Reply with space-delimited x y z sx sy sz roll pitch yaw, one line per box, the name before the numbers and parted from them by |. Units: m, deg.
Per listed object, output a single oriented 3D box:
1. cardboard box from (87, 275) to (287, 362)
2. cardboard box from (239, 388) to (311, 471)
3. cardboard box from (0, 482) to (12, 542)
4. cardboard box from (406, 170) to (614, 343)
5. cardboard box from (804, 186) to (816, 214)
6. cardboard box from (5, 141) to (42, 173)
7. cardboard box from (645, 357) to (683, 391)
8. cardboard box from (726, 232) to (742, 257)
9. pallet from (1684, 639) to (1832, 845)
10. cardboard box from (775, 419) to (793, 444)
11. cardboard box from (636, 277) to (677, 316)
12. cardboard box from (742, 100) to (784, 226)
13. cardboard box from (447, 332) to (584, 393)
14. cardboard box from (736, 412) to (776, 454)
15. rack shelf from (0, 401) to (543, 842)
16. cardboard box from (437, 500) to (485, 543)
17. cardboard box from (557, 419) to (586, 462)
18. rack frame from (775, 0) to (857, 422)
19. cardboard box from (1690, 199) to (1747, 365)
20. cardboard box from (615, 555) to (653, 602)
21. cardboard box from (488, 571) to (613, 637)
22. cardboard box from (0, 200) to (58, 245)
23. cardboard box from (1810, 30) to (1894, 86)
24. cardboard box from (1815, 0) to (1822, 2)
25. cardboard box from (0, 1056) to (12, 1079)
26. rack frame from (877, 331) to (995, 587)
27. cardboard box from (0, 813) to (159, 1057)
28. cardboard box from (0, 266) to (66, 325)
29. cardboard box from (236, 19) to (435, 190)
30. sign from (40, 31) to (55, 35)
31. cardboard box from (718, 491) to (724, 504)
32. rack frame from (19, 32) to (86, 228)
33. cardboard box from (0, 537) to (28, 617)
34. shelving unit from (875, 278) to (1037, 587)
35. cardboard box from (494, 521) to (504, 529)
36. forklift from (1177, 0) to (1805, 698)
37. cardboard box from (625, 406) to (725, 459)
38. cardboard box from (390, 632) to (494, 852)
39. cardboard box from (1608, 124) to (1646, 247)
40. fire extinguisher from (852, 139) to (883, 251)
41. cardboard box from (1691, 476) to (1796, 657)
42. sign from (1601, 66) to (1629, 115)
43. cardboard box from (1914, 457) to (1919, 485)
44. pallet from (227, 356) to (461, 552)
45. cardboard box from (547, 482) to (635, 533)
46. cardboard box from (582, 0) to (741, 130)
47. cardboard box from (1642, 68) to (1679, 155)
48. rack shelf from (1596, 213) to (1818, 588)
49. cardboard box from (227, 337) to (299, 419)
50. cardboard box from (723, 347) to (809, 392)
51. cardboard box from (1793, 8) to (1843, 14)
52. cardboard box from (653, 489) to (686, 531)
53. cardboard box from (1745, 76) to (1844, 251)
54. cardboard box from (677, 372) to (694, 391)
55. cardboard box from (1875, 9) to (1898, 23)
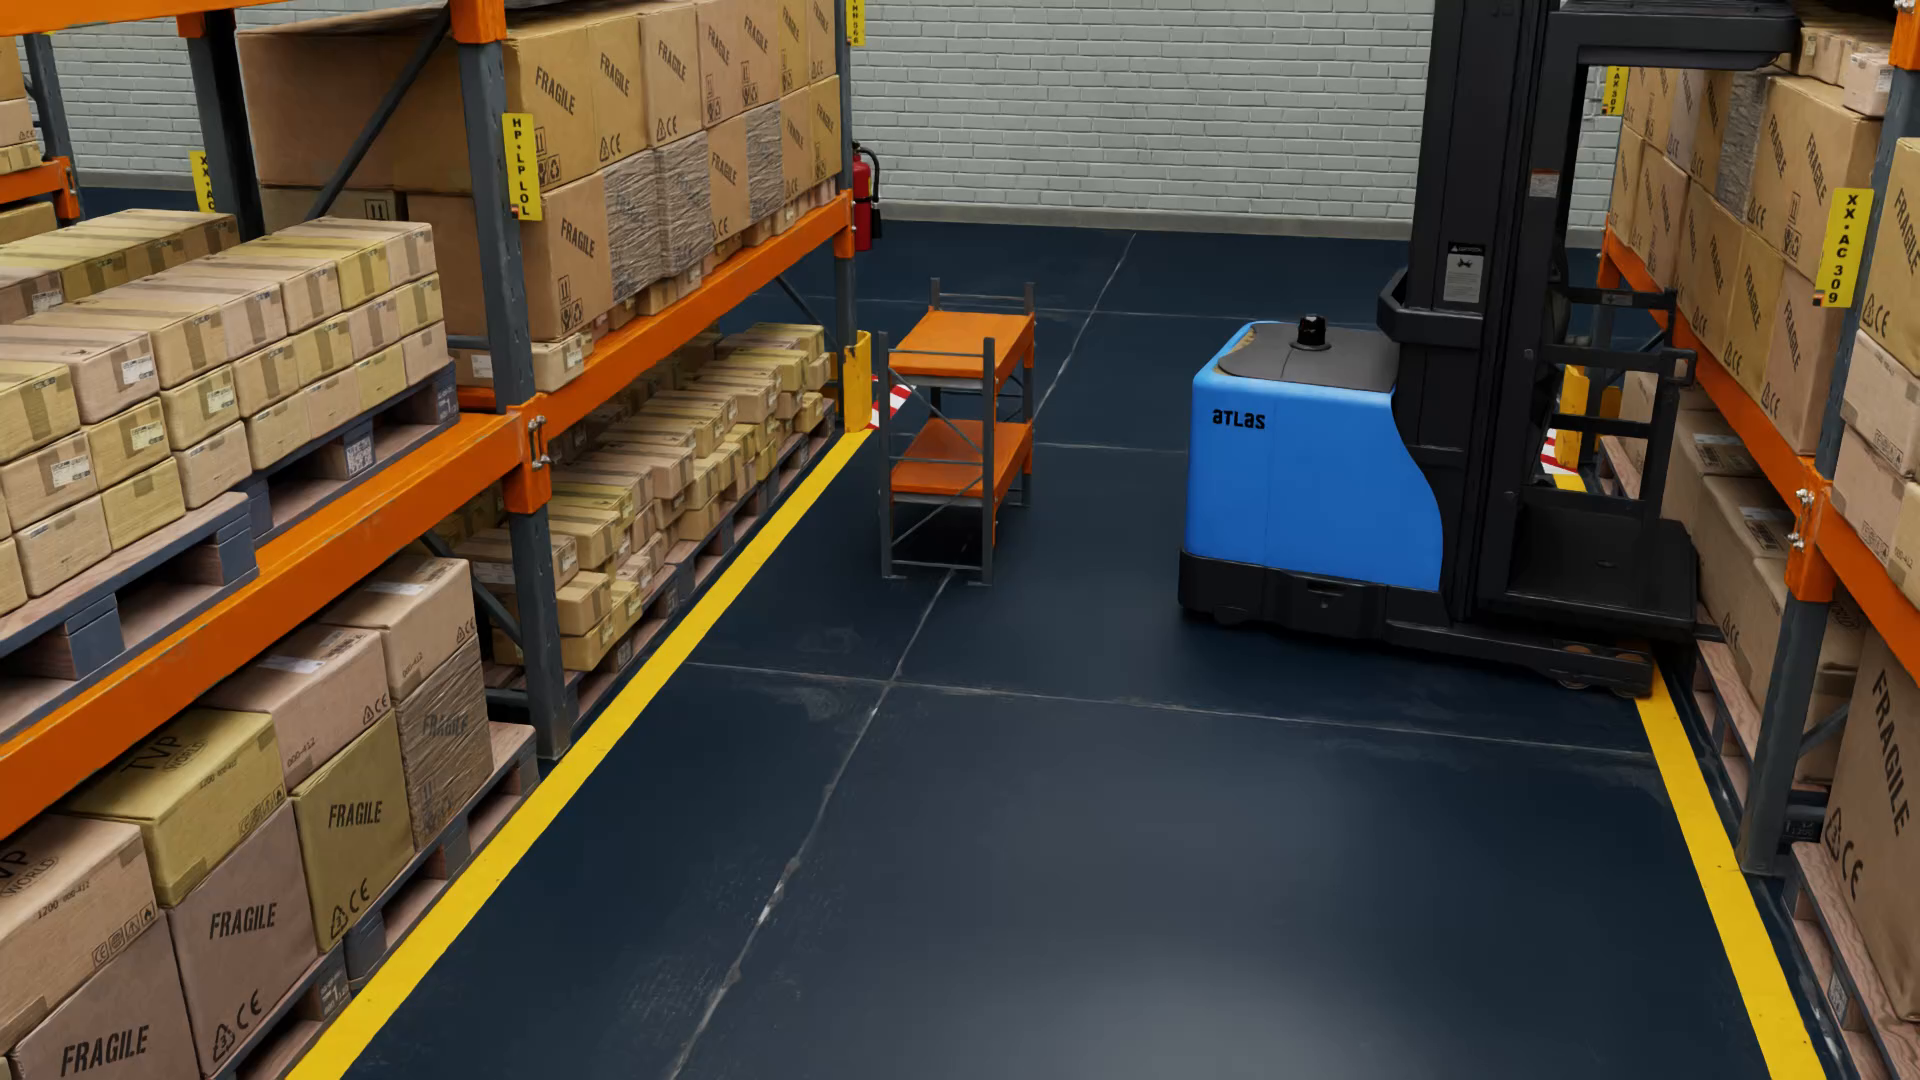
cardboard box | -1.955 -0.564 4.216 0.380 0.149 0.250 4 22 11
cardboard box | -1.947 -0.300 4.358 0.380 0.149 0.250 3 22 8
cardboard box | -2.162 -0.046 3.328 0.380 0.149 0.250 4 22 10
cardboard box | -1.555 -1.006 5.805 0.500 0.500 0.500 4 22 10
cardboard box | -0.964 -1.778 8.588 0.380 0.149 0.250 4 22 11
cardboard box | -5.672 -2.266 9.801 0.380 0.149 0.250 5 22 12
cardboard box | -1.611 -0.816 8.323 0.380 0.149 0.250 3 22 8
cardboard box | -1.225 -1.401 7.654 0.380 0.149 0.250 4 22 9
pallet | 3.196 0.702 5.829 1.003 0.211 1.213 4 22 11
cardboard box | -1.081 -0.595 8.570 0.380 0.149 0.250 4 22 11
cardboard box | -1.365 -1.010 6.683 0.380 0.149 0.250 5 22 12
cardboard box | -1.130 -1.749 7.650 0.500 0.500 0.500 5 22 11
cardboard box | -1.525 -0.622 5.719 0.380 0.149 0.250 5 23 13
cardboard box | -1.112 -0.538 8.030 0.380 0.149 0.250 5 22 12
rack shelf | -2.311 0.405 3.796 1.077 0.370 4.000 4 22 11
cardboard box | -2.072 -0.055 6.432 0.380 0.149 0.250 5 22 12
cardboard box | -1.891 -0.441 7.391 0.380 0.149 0.250 4 22 9
rack frame | -1.086 -2.123 9.110 1.000 3.000 0.127 4 22 11
cardboard box | 2.996 -0.929 6.011 0.500 0.500 0.500 4 22 10
cardboard box | -1.460 0.167 6.679 0.380 0.149 0.250 4 22 11
cardboard box | -1.515 0.221 6.144 0.380 0.149 0.250 5 23 13
cardboard box | -5.974 -1.507 9.862 0.875 0.875 0.875 4 22 11
cardboard box | 2.970 -1.540 5.322 0.380 0.149 0.250 4 22 10
cardboard box | 3.875 -2.352 7.339 0.380 0.149 0.250 5 22 12
cardboard box | -2.226 1.344 3.285 0.500 0.500 0.500 5 22 12
rack frame | -0.102 -0.338 7.188 0.500 1.125 0.032 4 22 11
cardboard box | -2.124 0.820 3.581 0.500 0.250 0.500 5 22 11
cardboard box | -2.592 -0.618 4.351 0.380 0.149 0.250 4 22 10
cardboard box | -2.072 -1.501 5.694 0.500 0.500 0.500 4 22 9
sign | -5.393 -3.139 9.764 0.100 0.325 0.005 4 22 11
cardboard box | -1.310 -0.221 7.640 0.380 0.149 0.250 5 22 12
rack frame | -5.921 -2.538 10.140 1.000 3.000 0.127 4 22 11
cardboard box | -2.161 0.091 3.386 0.380 0.149 0.250 5 22 12
shelving unit | 0.001 -0.524 7.650 0.538 1.125 1.048 4 22 11
cardboard box | -2.069 -0.009 6.717 0.380 0.149 0.250 4 22 9
forklift | 2.487 -0.981 6.366 3.031 2.935 1.130 9 24 20
cardboard box | -1.286 -0.488 7.508 0.380 0.149 0.250 5 22 11
cardboard box | -1.807 0.595 5.146 0.500 0.500 0.500 4 22 10
cardboard box | 3.401 -1.675 7.864 0.500 0.500 0.500 4 22 10
fire extinguisher | -0.583 -1.971 9.335 0.296 0.674 0.183 4 22 11
cardboard box | 3.379 0.125 6.395 0.875 0.438 0.875 4 22 9
sign | 3.238 -2.265 8.198 0.100 0.325 0.005 4 22 11
cardboard box | 2.519 -0.150 3.742 0.500 0.250 0.500 5 22 12
pallet | -2.201 -0.303 4.847 1.003 0.211 1.213 4 22 11
cardboard box | -1.512 -0.111 6.572 0.380 0.149 0.250 4 22 10
cardboard box | -1.242 -2.015 6.971 0.500 0.500 0.500 4 22 9
cardboard box | 3.305 -1.949 7.206 0.500 0.500 0.500 4 22 9
rack shelf | 3.372 -0.717 6.583 1.077 0.370 4.000 4 22 11
cardboard box | -1.948 -0.428 4.278 0.380 0.149 0.250 4 22 9
cardboard box | -0.982 -0.866 8.447 0.380 0.149 0.250 4 22 10
cardboard box | 3.079 -1.921 6.268 0.380 0.149 0.250 4 22 10
cardboard box | -1.400 -0.167 7.109 0.380 0.149 0.250 6 23 13
cardboard box | 2.901 -1.208 5.367 0.500 0.500 0.500 4 22 10
cardboard box | -1.519 -0.769 8.604 0.380 0.149 0.250 5 22 12
cardboard box | 3.624 -1.882 6.170 0.380 0.149 0.250 5 23 13
